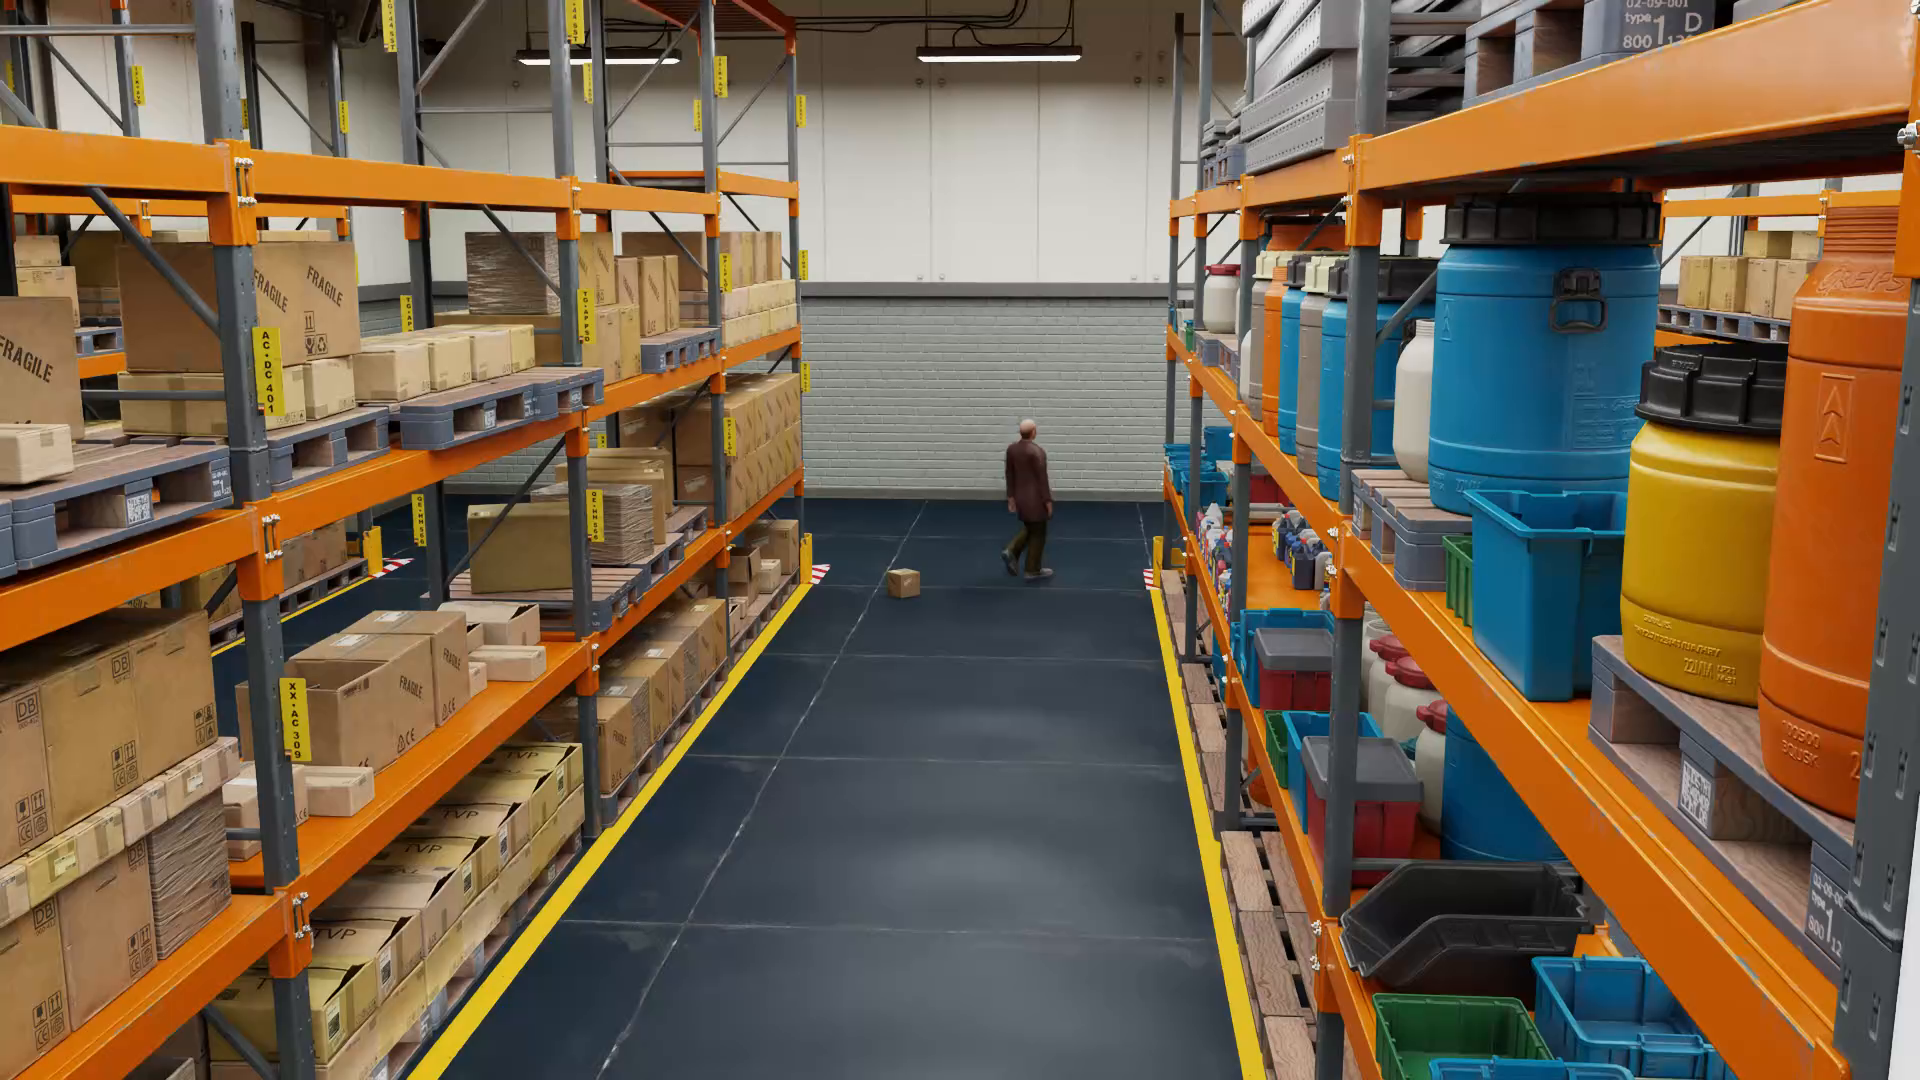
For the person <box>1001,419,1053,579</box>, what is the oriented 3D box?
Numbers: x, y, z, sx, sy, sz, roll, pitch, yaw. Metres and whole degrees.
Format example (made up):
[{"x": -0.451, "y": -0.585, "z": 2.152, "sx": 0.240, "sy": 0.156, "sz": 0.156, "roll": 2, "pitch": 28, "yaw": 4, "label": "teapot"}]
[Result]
[{"x": 0.761, "y": -0.451, "z": 18.257, "sx": 0.573, "sy": 1.766, "sz": 0.596, "roll": -9, "pitch": 14, "yaw": -40, "label": "person"}]
